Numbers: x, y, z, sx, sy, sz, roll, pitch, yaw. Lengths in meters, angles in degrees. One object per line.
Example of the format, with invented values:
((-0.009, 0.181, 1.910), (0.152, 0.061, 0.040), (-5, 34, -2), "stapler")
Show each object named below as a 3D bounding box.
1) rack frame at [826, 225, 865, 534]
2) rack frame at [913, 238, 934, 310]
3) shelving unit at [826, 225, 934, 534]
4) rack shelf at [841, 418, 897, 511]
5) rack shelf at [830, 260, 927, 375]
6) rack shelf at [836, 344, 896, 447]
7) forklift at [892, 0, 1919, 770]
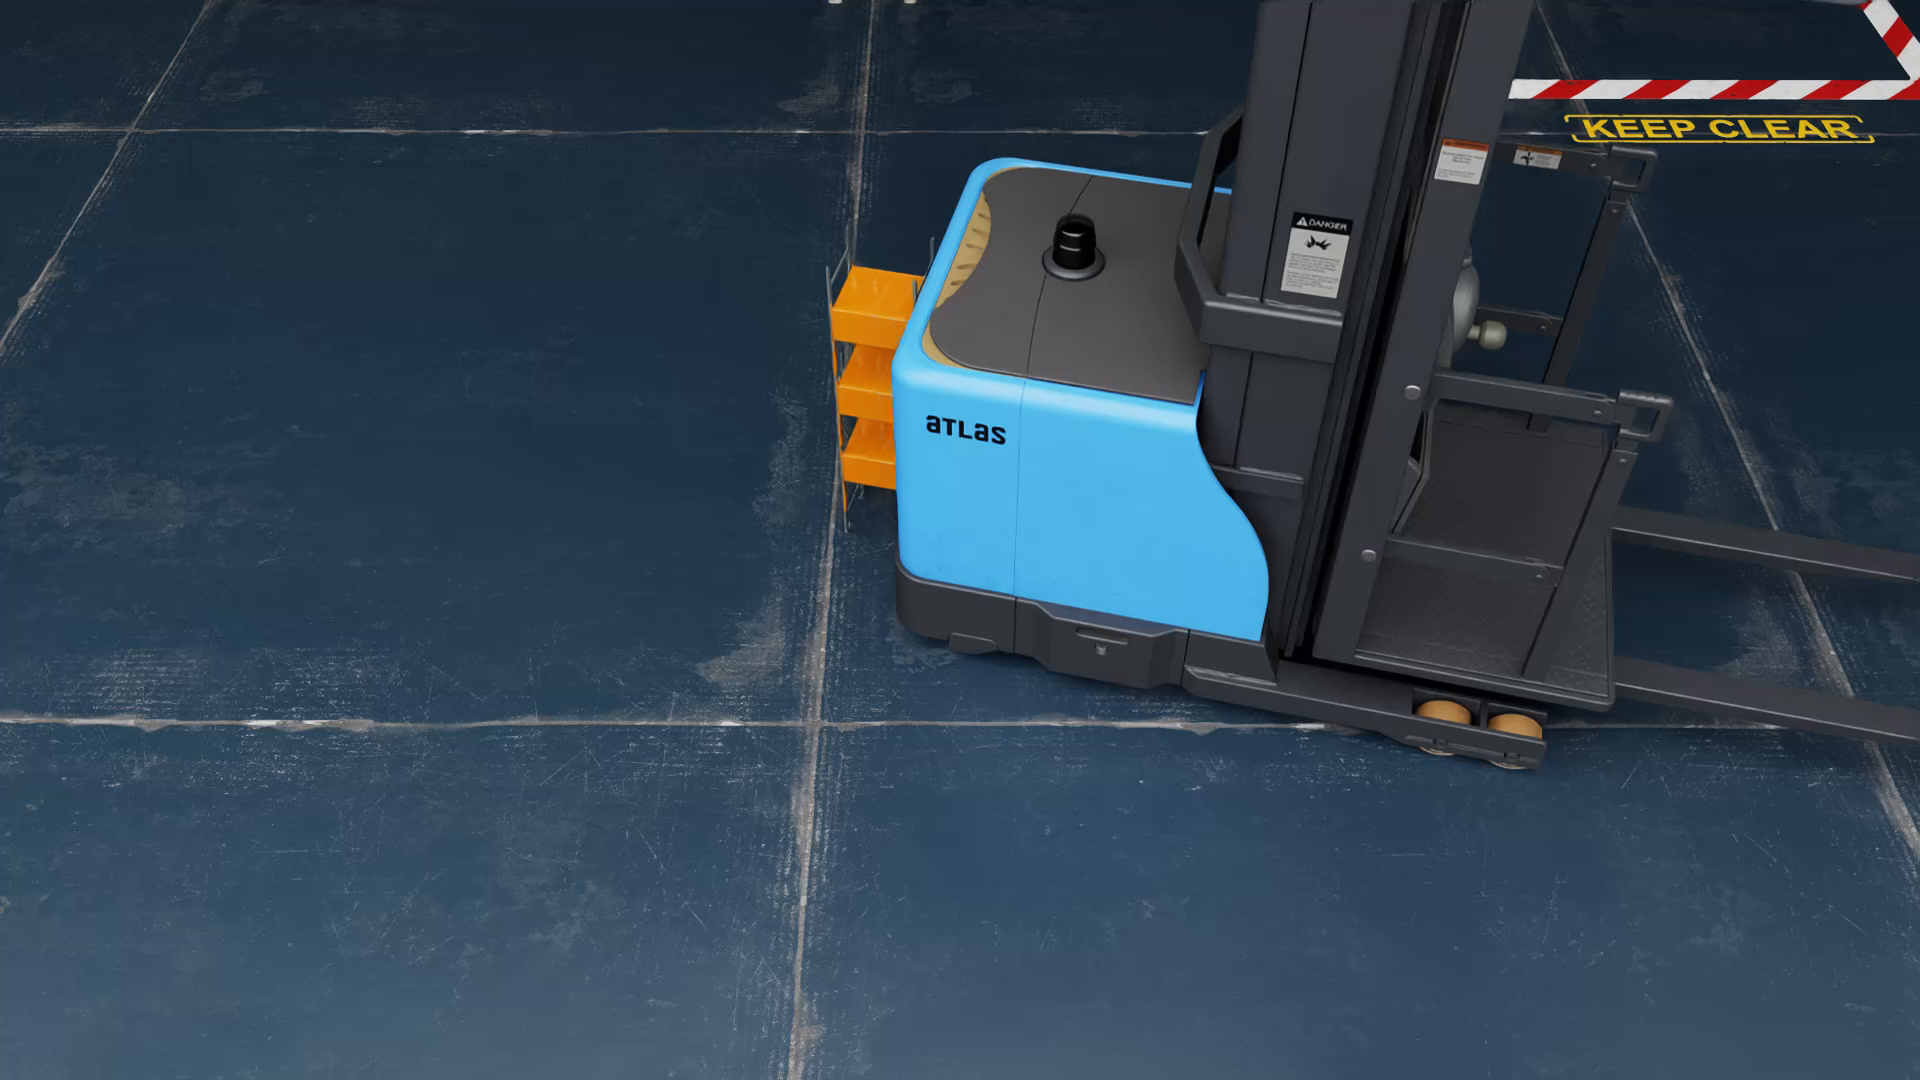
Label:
((-0.336, -0.449, 4.951), (0.008, 1.050, 0.200), (10, 48, 9), "rack frame")
((-0.099, -0.406, 4.911), (0.008, 1.050, 0.200), (10, 48, 9), "rack frame")
((-0.218, -0.428, 4.931), (0.252, 1.050, 0.215), (10, 48, 9), "shelving unit")
((-0.218, -0.231, 5.142), (0.240, 0.259, 0.215), (10, 48, 9), "rack shelf")
((-0.218, -0.614, 4.731), (0.240, 0.259, 0.215), (10, 48, 9), "rack shelf")
((-0.218, -0.421, 4.939), (0.240, 0.259, 0.215), (10, 48, 9), "rack shelf")
((1.386, -0.790, 3.983), (3.031, 2.935, 1.130), (10, 48, 9), "forklift")
